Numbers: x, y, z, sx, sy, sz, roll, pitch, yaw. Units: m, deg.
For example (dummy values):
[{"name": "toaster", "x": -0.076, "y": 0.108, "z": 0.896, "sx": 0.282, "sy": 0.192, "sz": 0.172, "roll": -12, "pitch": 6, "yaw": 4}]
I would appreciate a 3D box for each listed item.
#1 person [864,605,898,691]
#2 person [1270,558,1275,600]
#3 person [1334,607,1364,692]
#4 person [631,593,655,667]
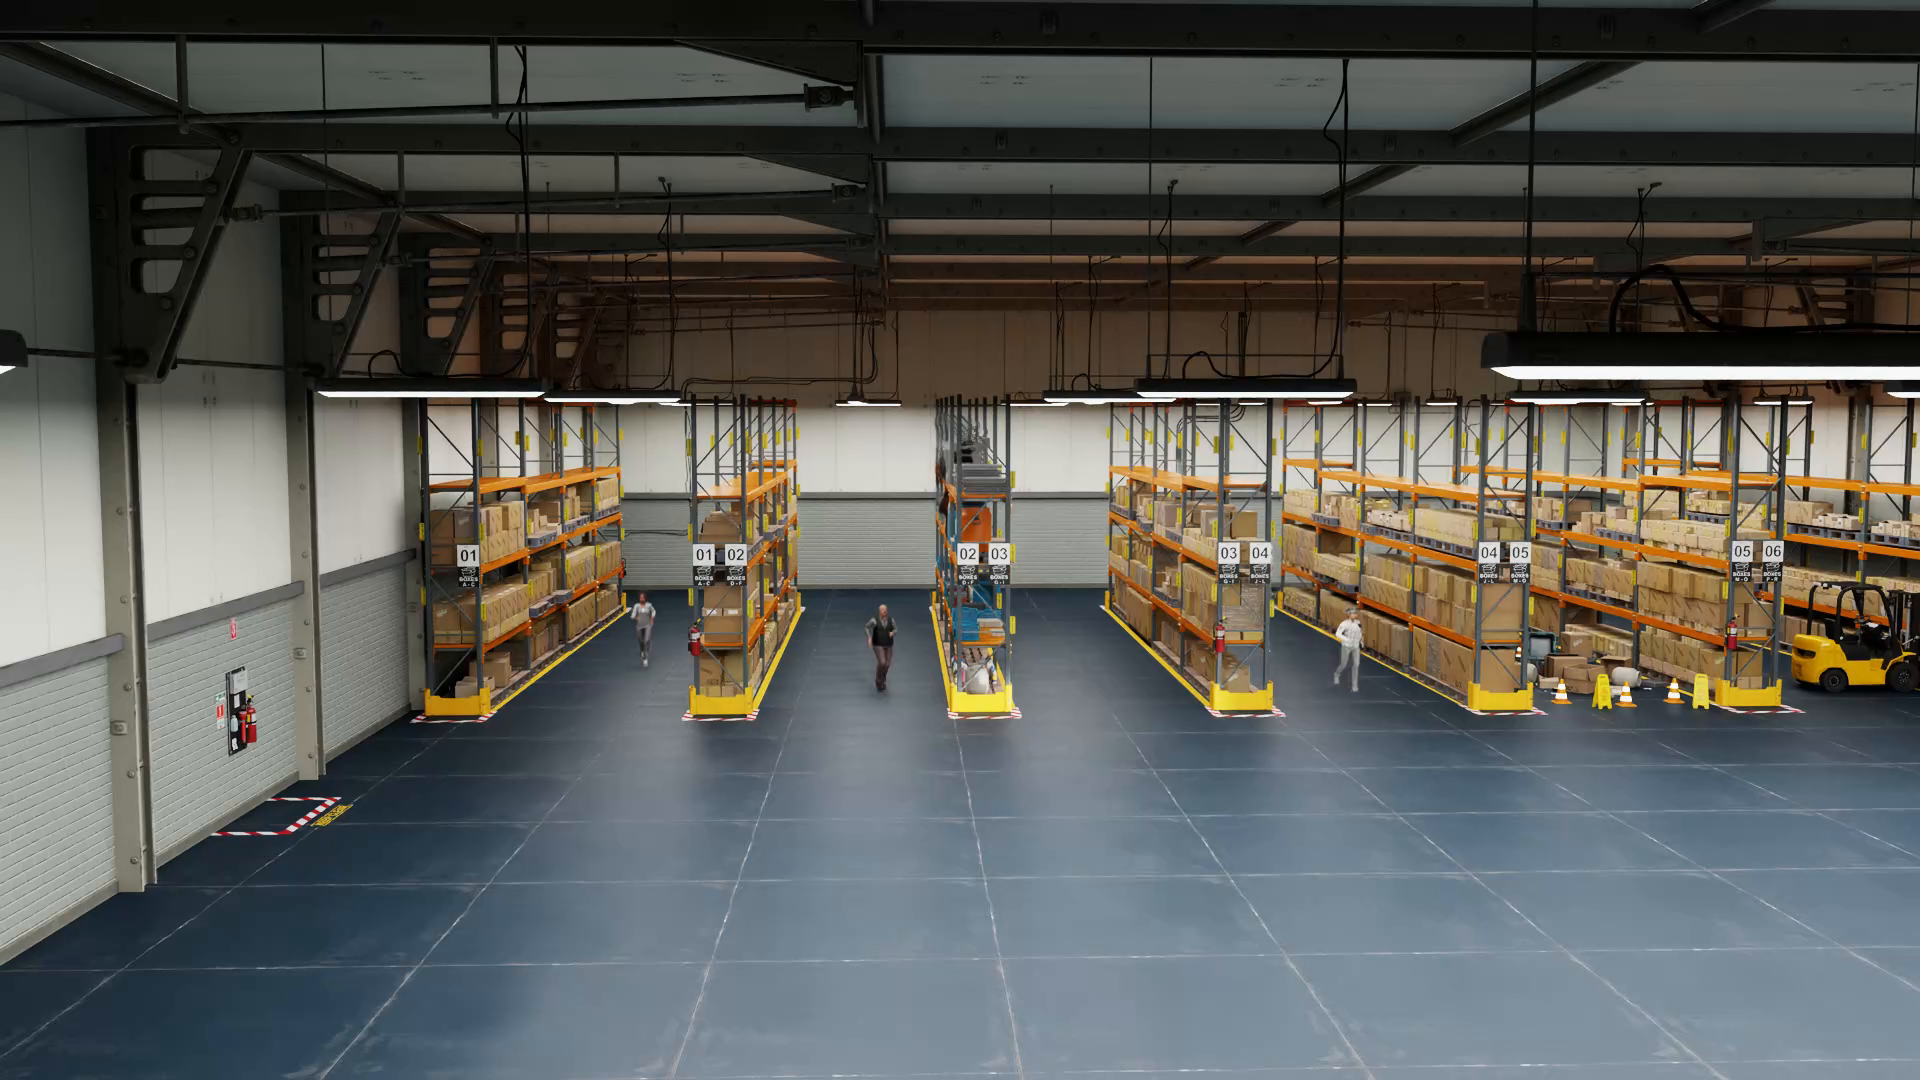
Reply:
[{"name": "person", "x": -1.572, "y": 2.240, "z": 33.924, "sx": 0.630, "sy": 1.678, "sz": 0.725, "roll": -2, "pitch": 5, "yaw": -24}, {"name": "person", "x": 8.955, "y": 1.041, "z": 48.592, "sx": 0.563, "sy": 1.738, "sz": 0.719, "roll": -1, "pitch": 5, "yaw": -9}, {"name": "person", "x": 7.982, "y": 2.200, "z": 33.944, "sx": 0.657, "sy": 1.692, "sz": 0.947, "roll": -1, "pitch": 5, "yaw": -11}, {"name": "person", "x": -7.099, "y": 1.982, "z": 37.267, "sx": 0.536, "sy": 1.609, "sz": 0.875, "roll": -1, "pitch": 5, "yaw": -9}]
